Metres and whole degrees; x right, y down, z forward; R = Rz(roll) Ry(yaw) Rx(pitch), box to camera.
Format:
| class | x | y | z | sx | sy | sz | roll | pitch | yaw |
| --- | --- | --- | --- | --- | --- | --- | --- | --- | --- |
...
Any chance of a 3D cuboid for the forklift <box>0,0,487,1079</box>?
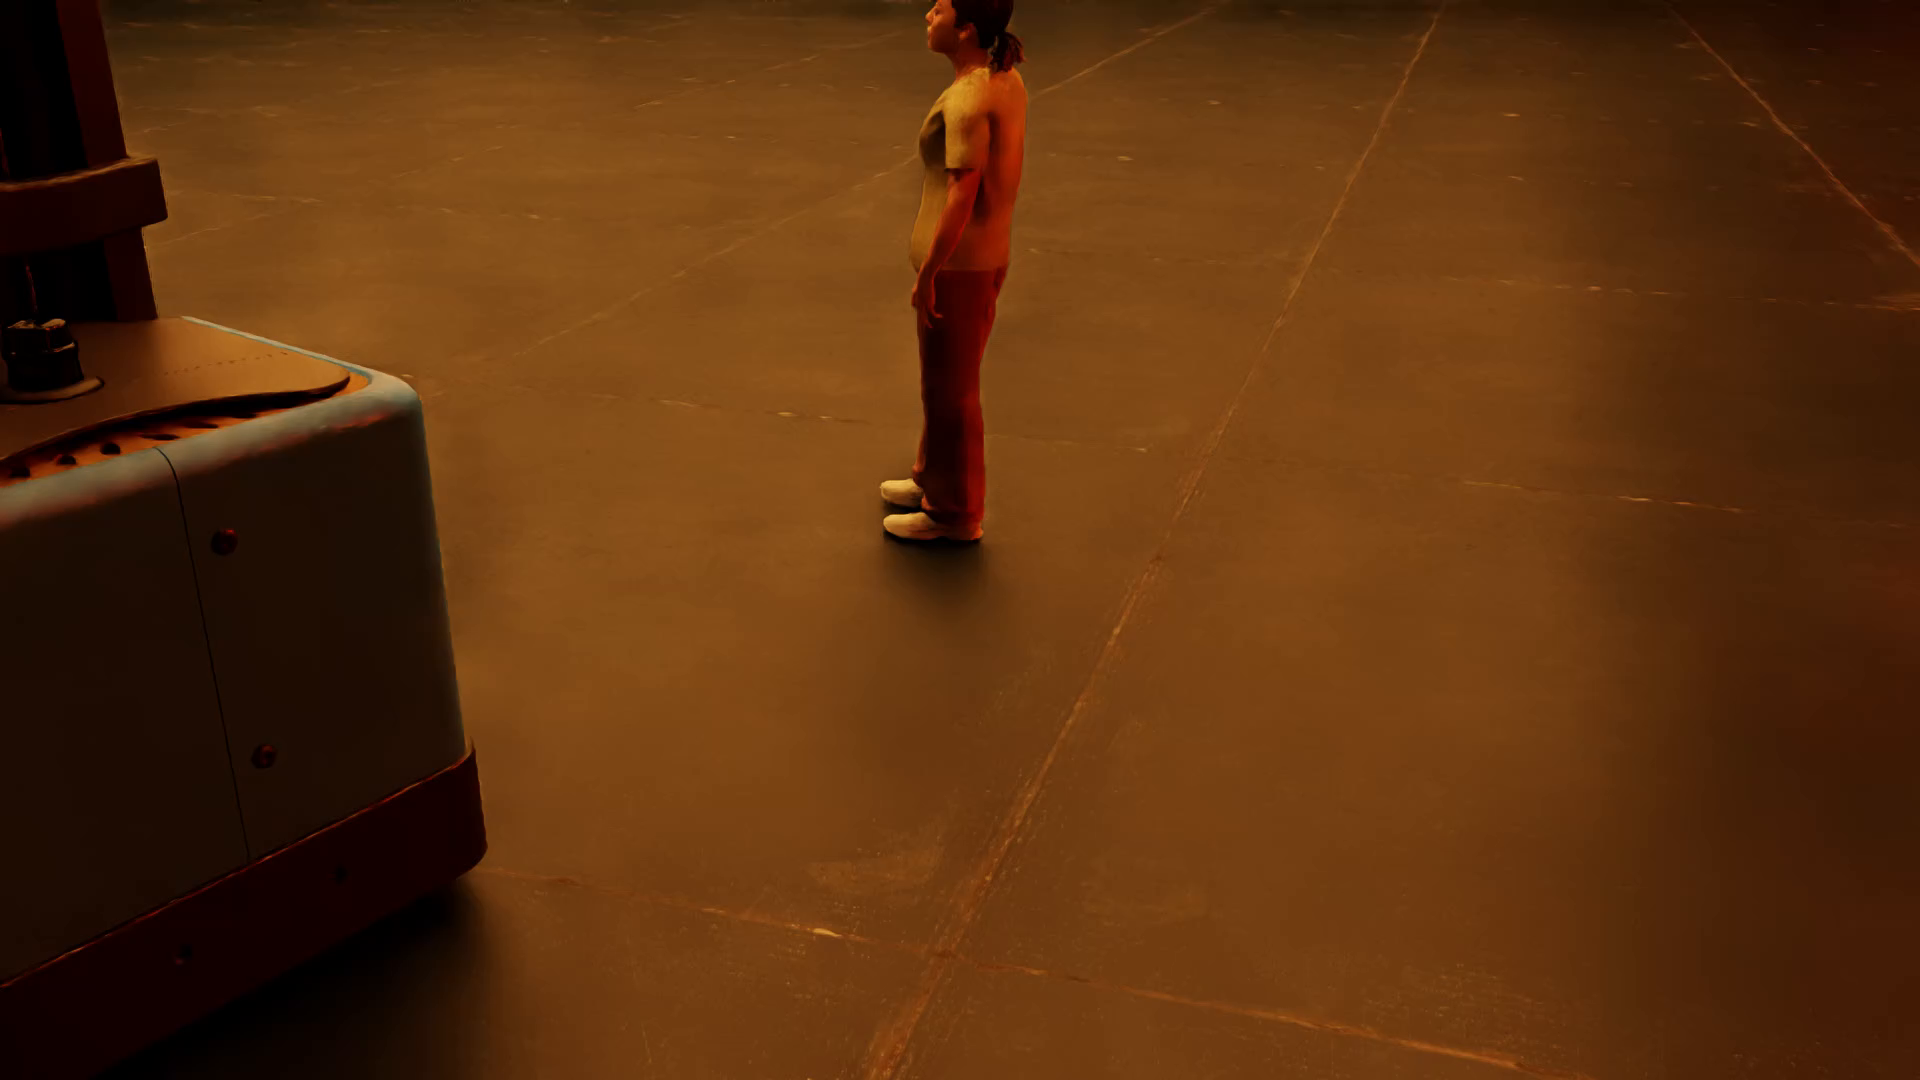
| class | x | y | z | sx | sy | sz | roll | pitch | yaw |
| --- | --- | --- | --- | --- | --- | --- | --- | --- | --- |
| forklift | -2.445 | -0.847 | 3.332 | 3.031 | 2.935 | 1.130 | 16 | 27 | 34 |

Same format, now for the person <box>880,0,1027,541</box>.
| class | x | y | z | sx | sy | sz | roll | pitch | yaw |
| --- | --- | --- | --- | --- | --- | --- | --- | --- | --- |
| person | -0.067 | -0.793 | 4.828 | 0.548 | 1.674 | 0.554 | 7 | 23 | 16 |
